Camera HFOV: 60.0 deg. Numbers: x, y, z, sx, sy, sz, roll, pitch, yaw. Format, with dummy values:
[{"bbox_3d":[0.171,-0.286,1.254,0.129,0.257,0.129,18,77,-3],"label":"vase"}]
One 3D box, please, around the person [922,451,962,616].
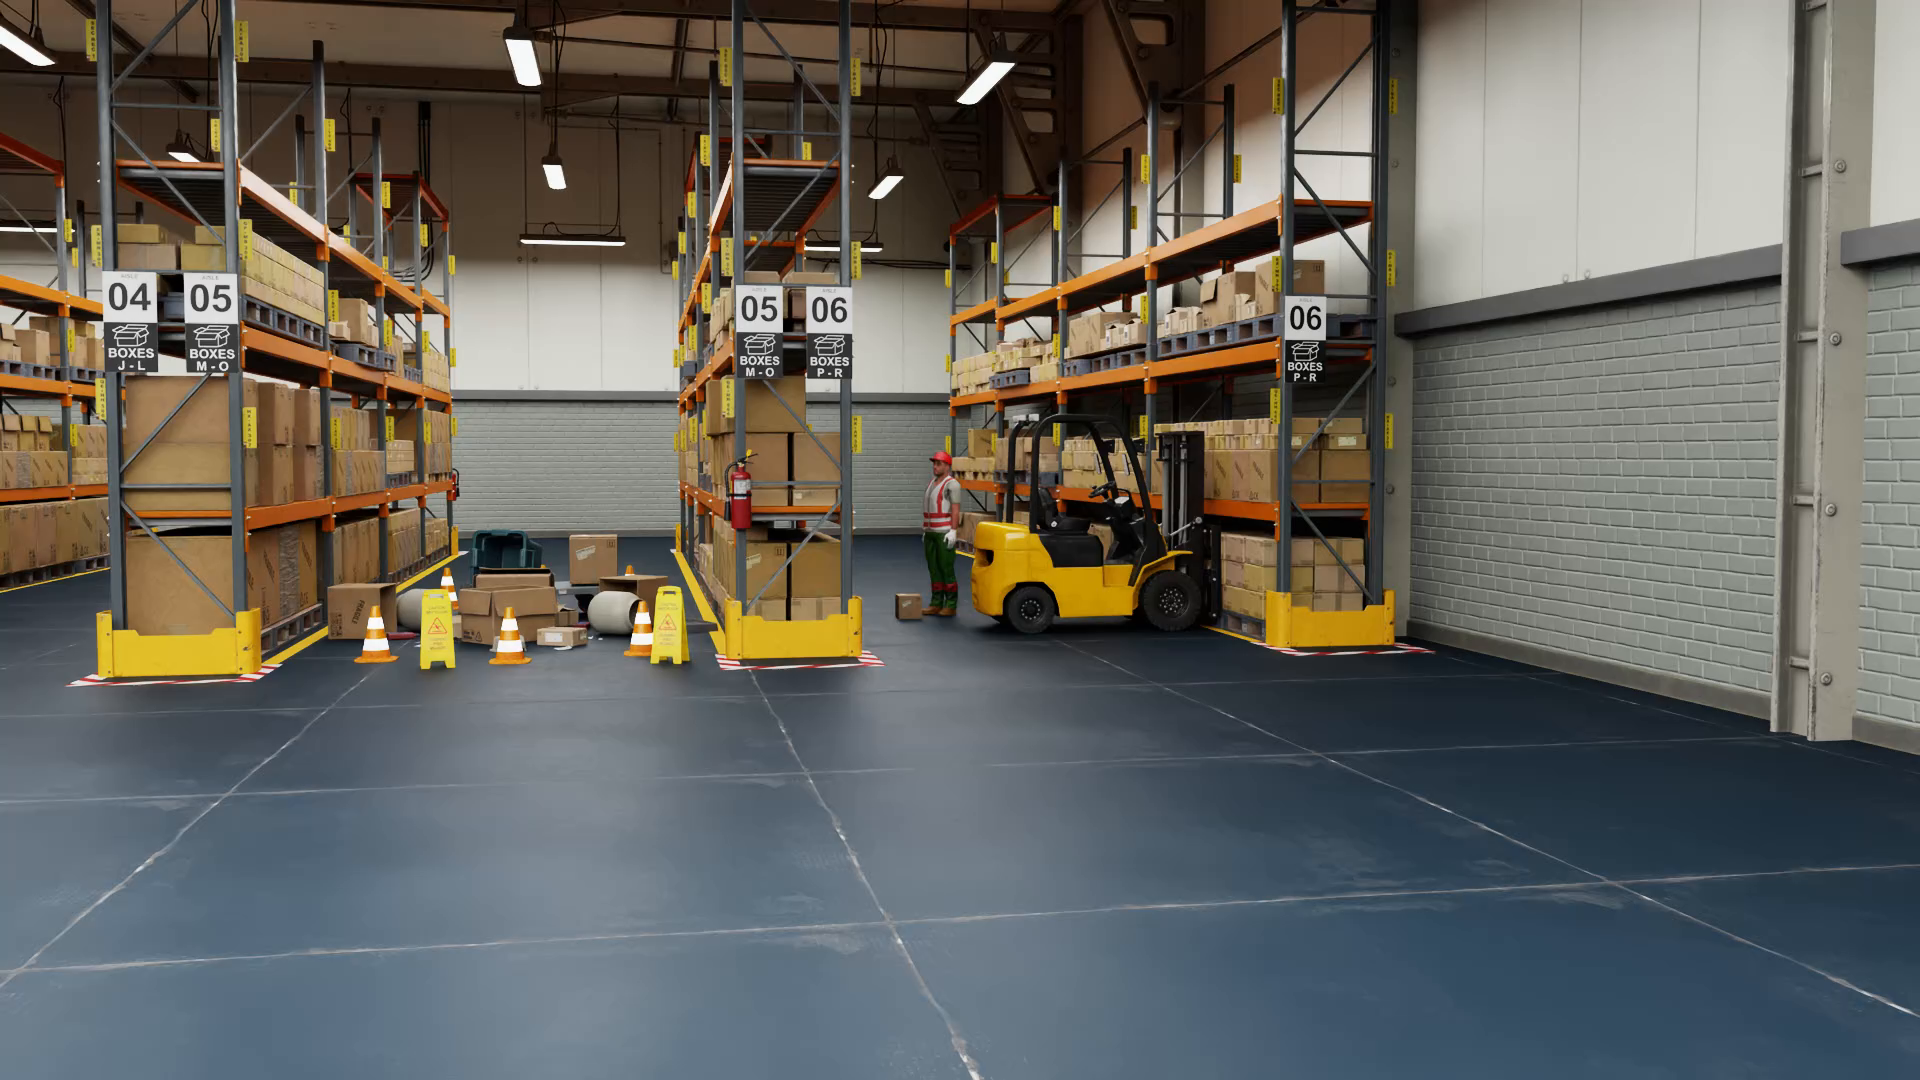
[{"bbox_3d":[-0.214,-0.074,18.129,0.318,1.790,0.523,-2,4,-39],"label":"person"}]
